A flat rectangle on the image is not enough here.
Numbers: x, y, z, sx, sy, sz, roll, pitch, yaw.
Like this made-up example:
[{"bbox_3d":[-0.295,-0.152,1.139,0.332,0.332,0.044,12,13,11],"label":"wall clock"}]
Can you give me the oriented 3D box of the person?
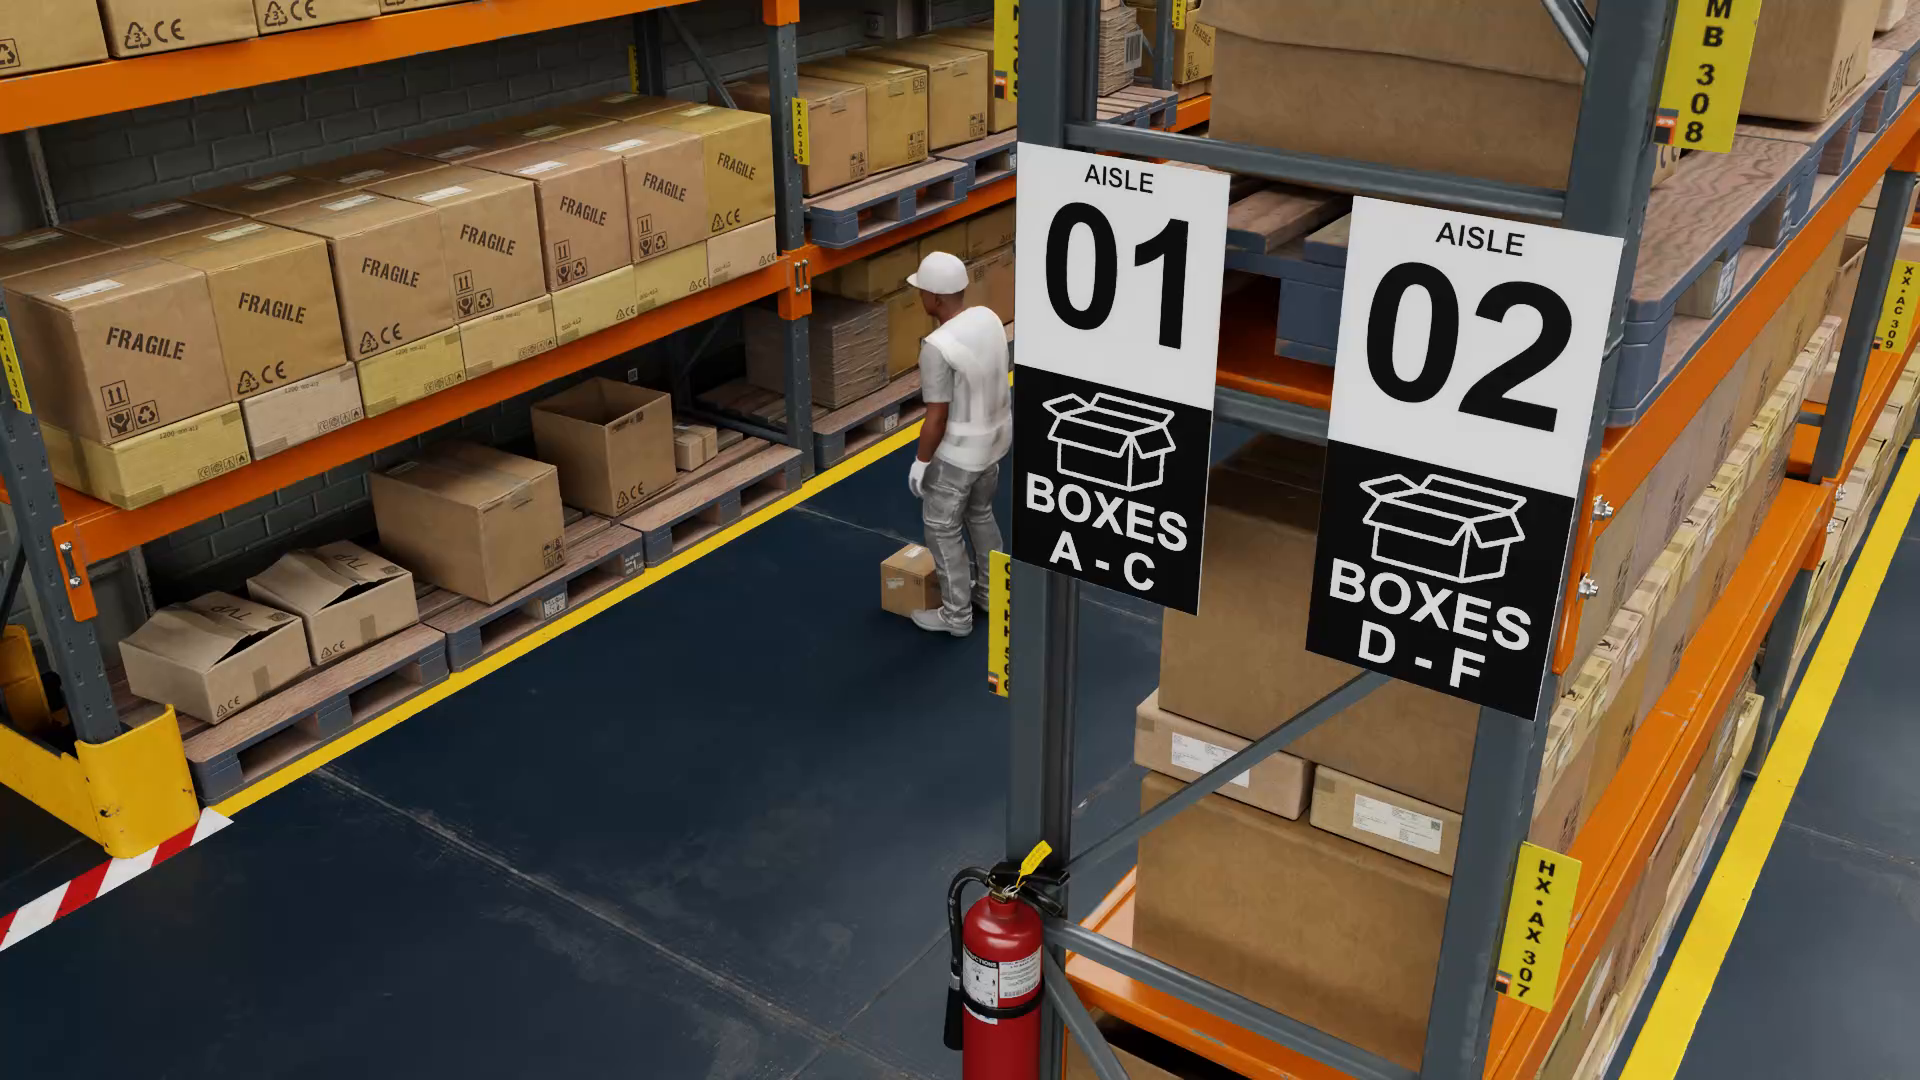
[{"bbox_3d":[-0.012,-0.419,7.435,0.443,1.776,0.630,15,31,28],"label":"person"}]
